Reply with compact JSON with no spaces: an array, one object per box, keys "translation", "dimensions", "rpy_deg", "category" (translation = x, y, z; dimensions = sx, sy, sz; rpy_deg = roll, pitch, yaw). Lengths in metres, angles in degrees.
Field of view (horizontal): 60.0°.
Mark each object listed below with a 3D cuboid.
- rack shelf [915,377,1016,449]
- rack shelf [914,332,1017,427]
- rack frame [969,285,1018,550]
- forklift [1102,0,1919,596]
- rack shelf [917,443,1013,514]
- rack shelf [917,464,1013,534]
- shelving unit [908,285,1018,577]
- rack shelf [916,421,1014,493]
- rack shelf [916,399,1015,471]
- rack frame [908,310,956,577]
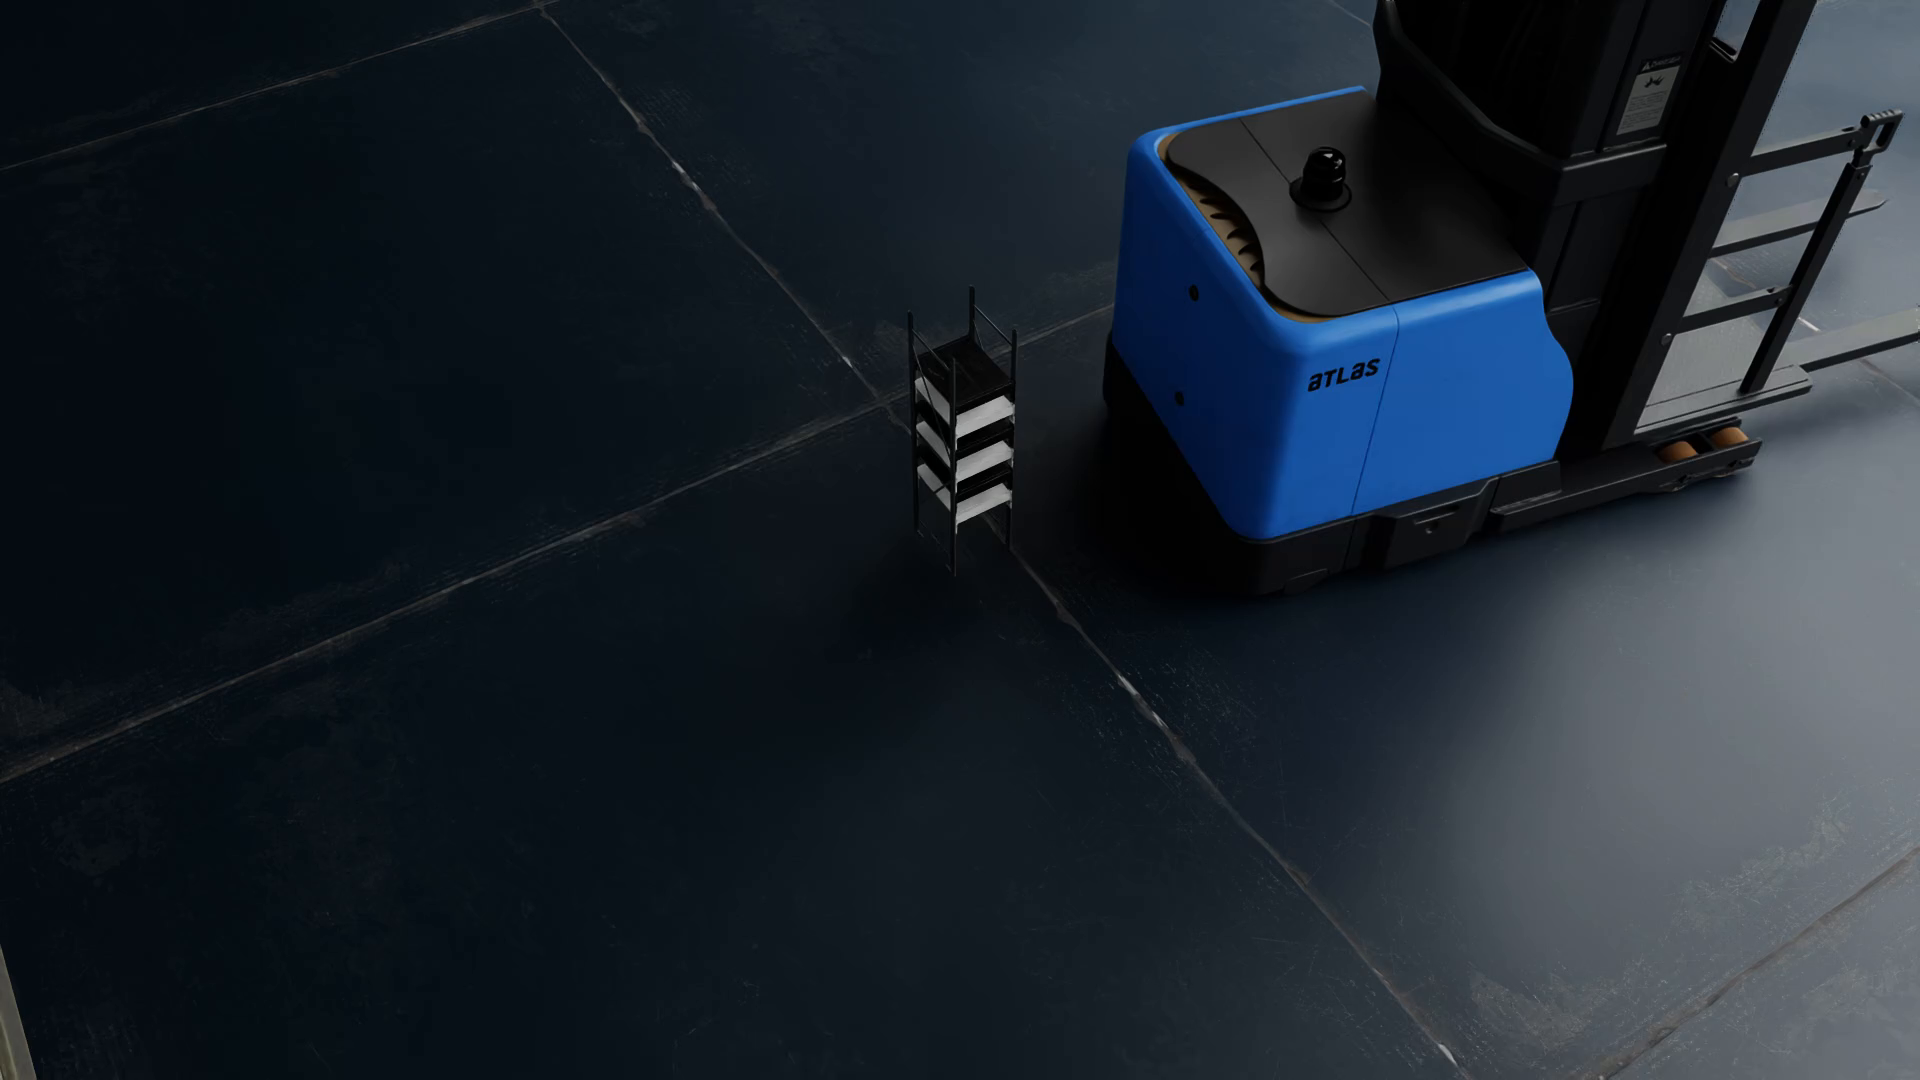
[{"translation":[0.007,-0.400,4.807],"dimensions":[0.200,0.077,0.258],"rpy_deg":[-25,53,-21],"category":"rack shelf"},{"translation":[0.007,-0.460,4.740],"dimensions":[0.200,0.077,0.258],"rpy_deg":[-25,53,-21],"category":"rack shelf"},{"translation":[0.093,-0.343,4.953],"dimensions":[0.006,0.900,0.240],"rpy_deg":[-25,53,-21],"category":"rack frame"},{"translation":[2.052,-1.488,4.612],"dimensions":[3.031,2.935,1.130],"rpy_deg":[-15,50,-13],"category":"forklift"},{"translation":[0.007,-0.220,5.009],"dimensions":[0.200,0.077,0.258],"rpy_deg":[-25,53,-21],"category":"rack shelf"},{"translation":[0.007,-0.161,5.076],"dimensions":[0.200,0.077,0.258],"rpy_deg":[-25,53,-21],"category":"rack shelf"},{"translation":[0.007,-0.303,4.917],"dimensions":[0.210,0.900,0.258],"rpy_deg":[-25,53,-21],"category":"shelving unit"},{"translation":[0.007,-0.280,4.942],"dimensions":[0.200,0.077,0.258],"rpy_deg":[-25,53,-21],"category":"rack shelf"},{"translation":[0.007,-0.340,4.874],"dimensions":[0.200,0.077,0.258],"rpy_deg":[-25,53,-21],"category":"rack shelf"},{"translation":[-0.079,-0.262,4.881],"dimensions":[0.006,0.900,0.240],"rpy_deg":[-25,53,-21],"category":"rack frame"}]
